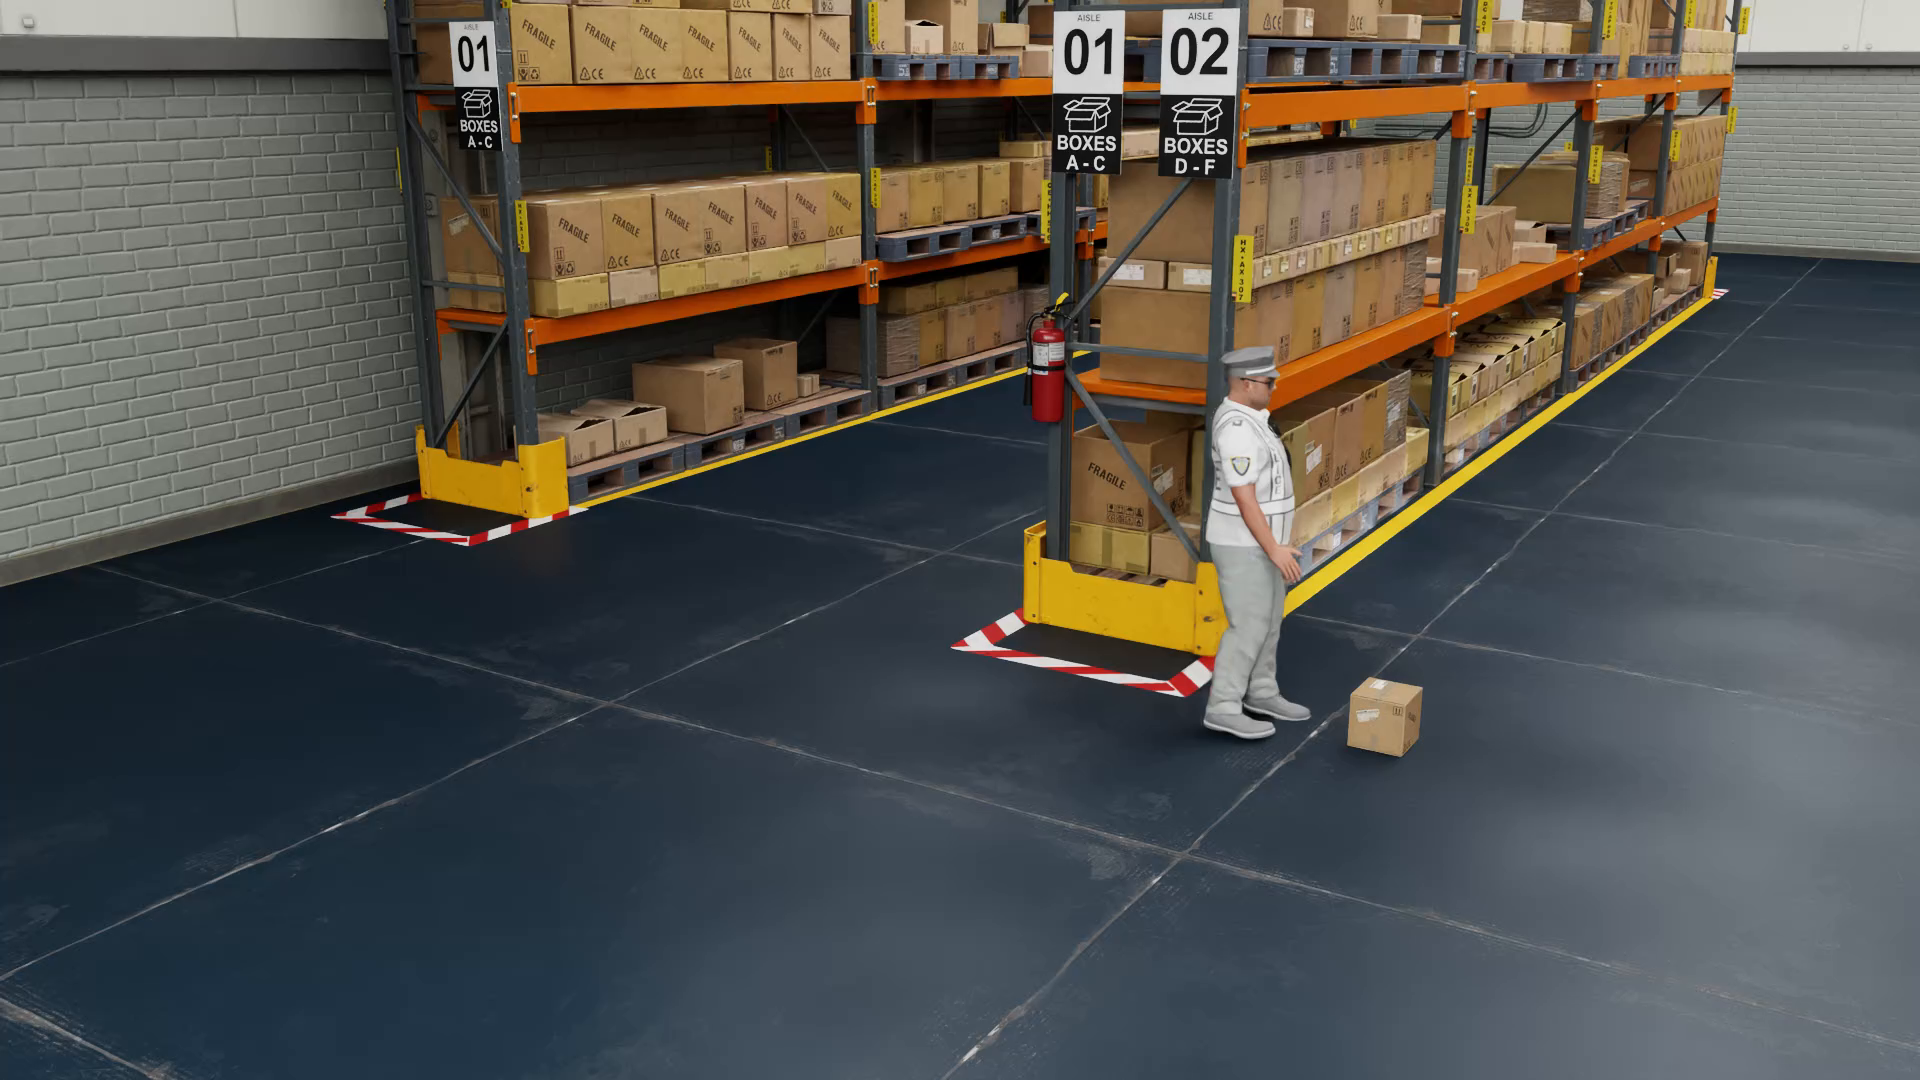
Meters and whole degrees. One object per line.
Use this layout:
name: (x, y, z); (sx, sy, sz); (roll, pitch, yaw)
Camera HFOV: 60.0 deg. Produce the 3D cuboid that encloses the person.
person: (1.494, -0.032, 7.514); (0.416, 1.770, 0.547); (8, 18, 25)
